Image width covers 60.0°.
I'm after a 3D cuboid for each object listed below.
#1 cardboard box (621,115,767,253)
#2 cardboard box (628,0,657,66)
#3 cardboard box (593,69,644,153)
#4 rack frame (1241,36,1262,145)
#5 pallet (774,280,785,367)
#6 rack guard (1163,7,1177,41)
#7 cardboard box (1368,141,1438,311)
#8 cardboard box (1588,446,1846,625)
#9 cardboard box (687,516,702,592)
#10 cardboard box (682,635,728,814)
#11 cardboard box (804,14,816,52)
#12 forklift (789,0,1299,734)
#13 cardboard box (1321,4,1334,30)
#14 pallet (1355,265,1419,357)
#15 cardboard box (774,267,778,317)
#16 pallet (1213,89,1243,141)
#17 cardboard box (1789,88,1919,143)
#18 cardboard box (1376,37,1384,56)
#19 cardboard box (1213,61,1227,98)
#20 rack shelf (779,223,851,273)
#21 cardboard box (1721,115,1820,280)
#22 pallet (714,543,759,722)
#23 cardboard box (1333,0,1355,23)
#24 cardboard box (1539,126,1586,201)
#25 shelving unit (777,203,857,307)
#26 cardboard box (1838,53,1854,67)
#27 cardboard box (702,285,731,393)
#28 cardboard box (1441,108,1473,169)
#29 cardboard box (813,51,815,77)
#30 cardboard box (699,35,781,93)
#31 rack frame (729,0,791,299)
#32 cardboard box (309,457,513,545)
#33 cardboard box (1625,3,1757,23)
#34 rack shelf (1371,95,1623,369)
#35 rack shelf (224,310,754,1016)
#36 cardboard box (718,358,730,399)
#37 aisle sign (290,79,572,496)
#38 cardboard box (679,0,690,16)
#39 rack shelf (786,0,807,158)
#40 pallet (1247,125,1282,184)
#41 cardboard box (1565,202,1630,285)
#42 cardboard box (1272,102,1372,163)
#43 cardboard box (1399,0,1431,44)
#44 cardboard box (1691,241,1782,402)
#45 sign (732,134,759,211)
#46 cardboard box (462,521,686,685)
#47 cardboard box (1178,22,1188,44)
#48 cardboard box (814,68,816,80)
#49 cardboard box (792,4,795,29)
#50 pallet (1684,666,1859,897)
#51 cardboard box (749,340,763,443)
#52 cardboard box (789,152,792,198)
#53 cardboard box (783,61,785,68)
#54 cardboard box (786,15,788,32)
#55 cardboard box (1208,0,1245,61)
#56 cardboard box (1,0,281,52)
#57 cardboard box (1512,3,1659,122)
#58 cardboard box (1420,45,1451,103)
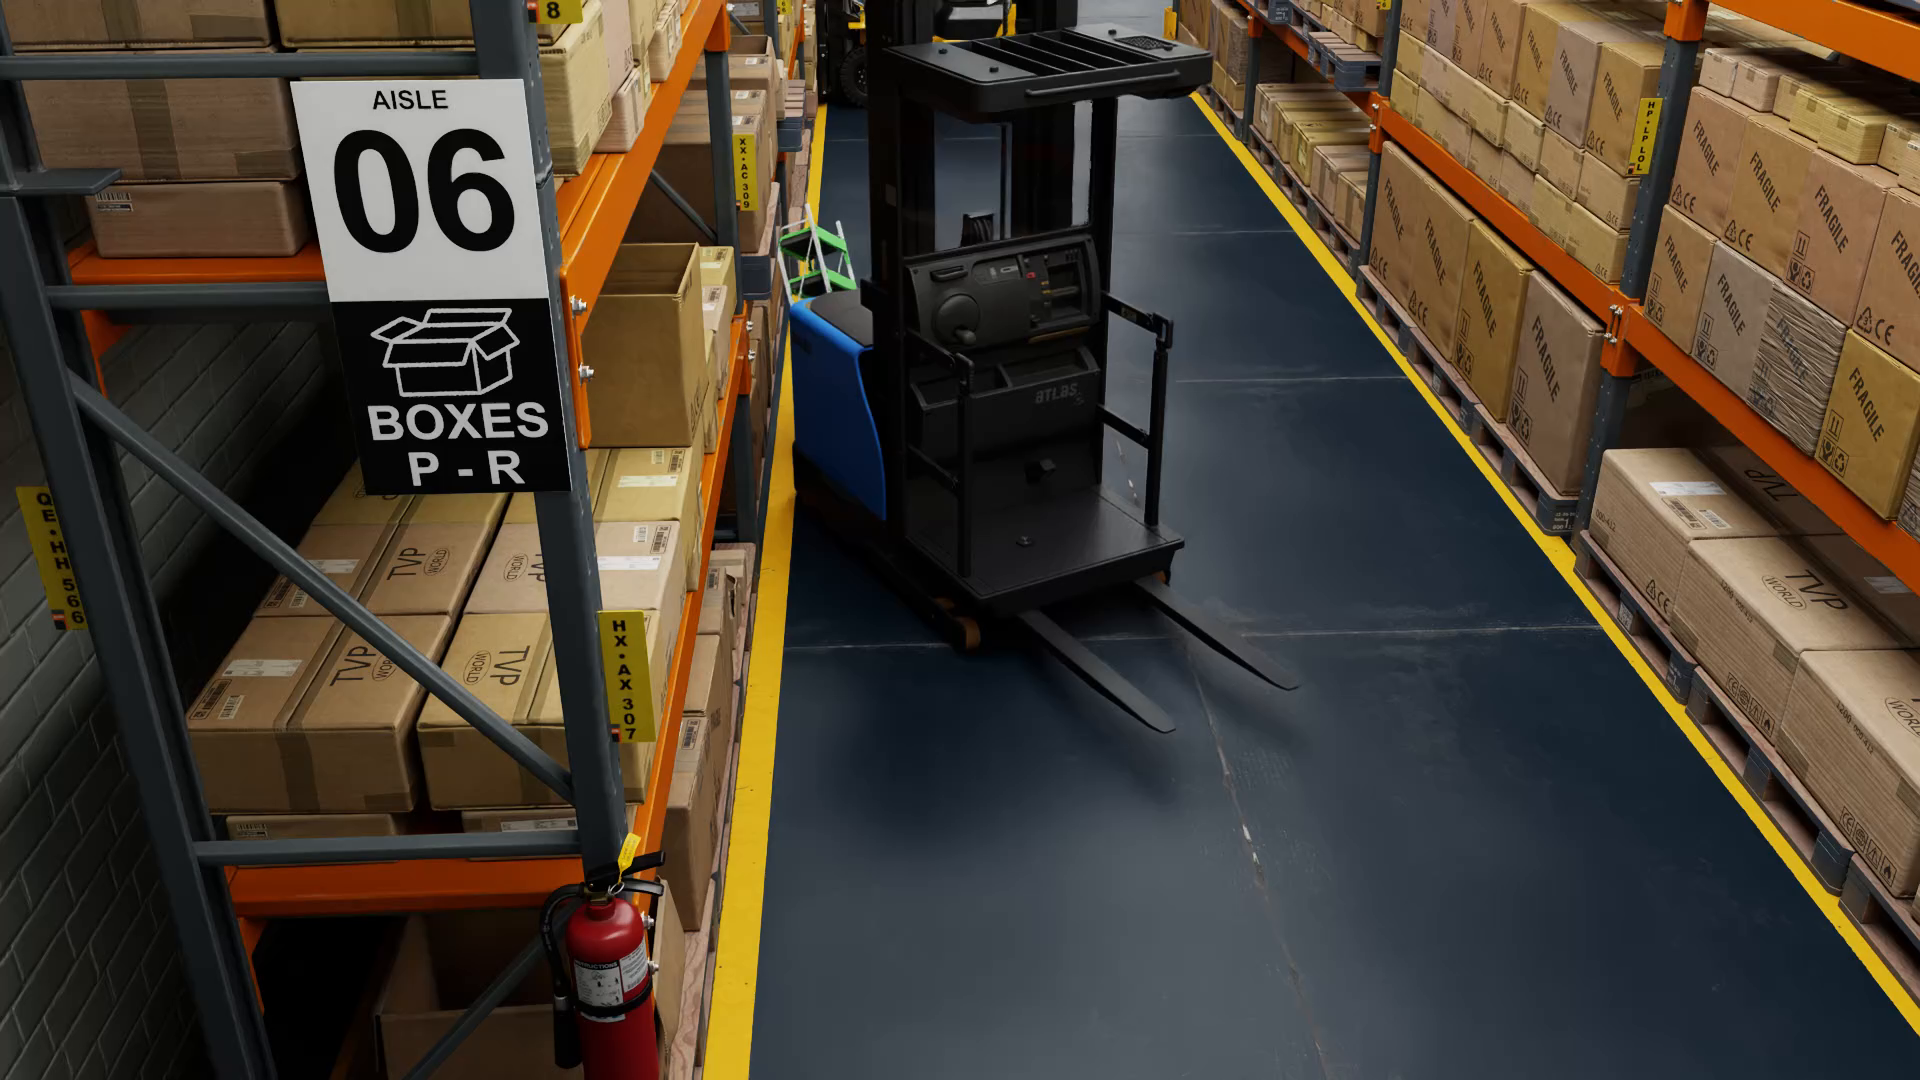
[{"bbox_3d":[-1.258,-1.618,7.547,0.700,0.500,0.500,-1,28,-1],"label":"cardboard box"},{"bbox_3d":[-1.059,-1.389,4.267,0.500,0.250,0.500,-2,28,-4],"label":"cardboard box"},{"bbox_3d":[-0.978,-1.040,4.028,0.380,0.149,0.250,-1,28,-2],"label":"cardboard box"},{"bbox_3d":[3.083,-4.975,14.545,1.000,3.000,0.127,-1,28,-3],"label":"rack frame"},{"bbox_3d":[-1.664,-1.424,10.752,1.003,0.211,1.213,-1,28,-3],"label":"pallet"},{"bbox_3d":[2.878,-5.679,18.597,1.175,0.500,0.348,-1,28,-3],"label":"rack guard"},{"bbox_3d":[3.245,-2.051,10.782,0.875,0.875,0.875,-2,28,-3],"label":"cardboard box"},{"bbox_3d":[3.426,-0.038,7.396,0.875,0.438,0.875,-2,28,-3],"label":"cardboard box"},{"bbox_3d":[-1.008,0.045,5.191,0.380,0.149,0.250,-2,28,-4],"label":"cardboard box"},{"bbox_3d":[-1.118,0.683,5.945,0.500,0.500,0.500,-1,28,-2],"label":"cardboard box"},{"bbox_3d":[-1.602,-4.731,15.515,0.500,0.250,0.500,-1,28,-3],"label":"cardboard box"},{"bbox_3d":[0.313,-1.048,7.090,1.130,2.935,3.031,-15,31,-26],"label":"forklift"},{"bbox_3d":[2.862,-3.829,12.165,0.380,0.149,0.250,-1,28,-2],"label":"cardboard box"},{"bbox_3d":[3.258,-1.525,10.946,1.003,0.211,1.213,-1,28,-3],"label":"pallet"},{"bbox_3d":[-1.412,-1.663,10.443,0.500,0.500,0.500,-2,28,-3],"label":"cardboard box"},{"bbox_3d":[3.013,-4.048,15.783,1.003,0.211,1.213,-1,28,-3],"label":"pallet"},{"bbox_3d":[3.295,-1.552,6.092,0.380,0.149,0.250,-2,28,-3],"label":"cardboard box"},{"bbox_3d":[3.040,-3.348,11.244,0.380,0.149,0.250,0,28,-1],"label":"cardboard box"},{"bbox_3d":[2.746,-4.454,16.066,0.500,0.250,0.500,-2,28,-4],"label":"cardboard box"},{"bbox_3d":[-0.810,-1.589,9.141,0.258,0.148,0.480,-15,-5,15],"label":"rack shelf"},{"bbox_3d":[3.304,-1.309,6.327,0.500,0.500,0.500,-2,28,-3],"label":"cardboard box"},{"bbox_3d":[-1.421,0.395,7.265,1.003,0.211,1.213,-1,28,-3],"label":"pallet"},{"bbox_3d":[2.953,-3.932,11.661,0.500,0.500,0.500,-2,28,-3],"label":"cardboard box"},{"bbox_3d":[3.202,-1.864,8.202,0.500,0.250,0.500,-1,28,-1],"label":"cardboard box"},{"bbox_3d":[-0.708,-1.187,9.109,0.258,1.200,0.503,-15,-5,15],"label":"shelving unit"},{"bbox_3d":[3.835,-1.921,6.799,0.380,0.149,0.250,-2,28,-4],"label":"cardboard box"},{"bbox_3d":[-1.145,-0.764,6.312,0.500,0.250,0.500,-1,28,-2],"label":"cardboard box"},{"bbox_3d":[3.132,-2.350,9.674,0.500,0.250,0.500,0,28,-1],"label":"cardboard box"},{"bbox_3d":[-1.619,-4.505,15.623,0.500,0.250,0.500,-2,28,-3],"label":"cardboard box"},{"bbox_3d":[-1.395,-2.489,9.212,0.797,0.503,0.637,-2,28,-4],"label":"cardboard box"},{"bbox_3d":[-1.665,-3.006,10.770,1.000,3.000,0.127,-1,28,-3],"label":"rack frame"},{"bbox_3d":[-1.583,-0.050,4.943,0.500,0.250,0.500,-1,28,-1],"label":"cardboard box"},{"bbox_3d":[3.687,-2.444,8.503,0.500,0.500,0.500,-2,28,-4],"label":"cardboard box"},{"bbox_3d":[3.396,-1.885,9.399,1.077,0.370,4.000,-1,28,-3],"label":"rack shelf"},{"bbox_3d":[-1.351,0.084,5.624,1.077,0.370,4.000,-1,28,-3],"label":"rack shelf"},{"bbox_3d":[-1.114,-0.667,6.557,0.380,0.149,0.250,-1,28,-1],"label":"cardboard box"},{"bbox_3d":[-0.950,-0.440,3.039,0.394,0.787,0.004,-1,28,-3],"label":"aisle sign"},{"bbox_3d":[-1.119,-1.868,5.615,0.380,0.149,0.250,-1,28,-3],"label":"cardboard box"},{"bbox_3d":[-1.769,-3.611,12.707,1.077,0.370,4.000,-1,28,-3],"label":"rack shelf"},{"bbox_3d":[3.125,-3.379,14.500,1.003,0.211,1.213,-1,28,-3],"label":"pallet"},{"bbox_3d":[3.226,-1.415,7.882,0.500,0.250,0.500,-2,28,-4],"label":"cardboard box"},{"bbox_3d":[3.154,-3.422,13.955,0.950,0.372,0.625,0,28,1],"label":"cardboard box"},{"bbox_3d":[3.074,-3.382,10.301,0.500,0.500,0.500,-2,28,-4],"label":"cardboard box"},{"bbox_3d":[3.286,-0.869,6.565,0.500,0.500,0.500,-1,28,-2],"label":"cardboard box"},{"bbox_3d":[-0.914,-1.559,7.060,0.100,0.325,0.005,-1,28,-3],"label":"sign"},{"bbox_3d":[-1.028,0.174,4.513,0.500,0.250,0.500,-1,28,-2],"label":"cardboard box"},{"bbox_3d":[2.640,-5.410,17.898,0.500,0.250,0.500,-2,28,-3],"label":"cardboard box"},{"bbox_3d":[-1.610,-4.286,15.743,0.500,0.250,0.500,-2,28,-4],"label":"cardboard box"},{"bbox_3d":[-1.559,-4.098,13.026,0.500,0.250,0.500,-1,28,-2],"label":"cardboard box"},{"bbox_3d":[3.529,0.874,6.346,1.003,0.211,1.213,-1,28,-3],"label":"pallet"},{"bbox_3d":[-1.294,-0.711,8.619,0.500,0.500,0.500,-2,28,-3],"label":"cardboard box"},{"bbox_3d":[-1.761,-3.040,12.949,0.875,0.625,0.625,-2,28,-5],"label":"cardboard box"},{"bbox_3d":[-1.444,-3.150,11.209,0.500,0.250,0.500,-1,28,-2],"label":"cardboard box"},{"bbox_3d":[-1.469,-3.603,11.537,0.500,0.250,0.500,-1,28,-1],"label":"cardboard box"},{"bbox_3d":[2.728,-5.012,16.324,0.500,0.500,0.500,0,28,0],"label":"cardboard box"},{"bbox_3d":[-1.549,-1.127,3.224,0.500,0.250,0.500,-2,28,-4],"label":"cardboard box"},{"bbox_3d":[3.185,-2.442,8.499,0.500,0.500,0.500,-1,28,-1],"label":"cardboard box"},{"bbox_3d":[3.098,-2.804,10.004,0.500,0.250,0.500,-1,28,-1],"label":"cardboard box"}]
